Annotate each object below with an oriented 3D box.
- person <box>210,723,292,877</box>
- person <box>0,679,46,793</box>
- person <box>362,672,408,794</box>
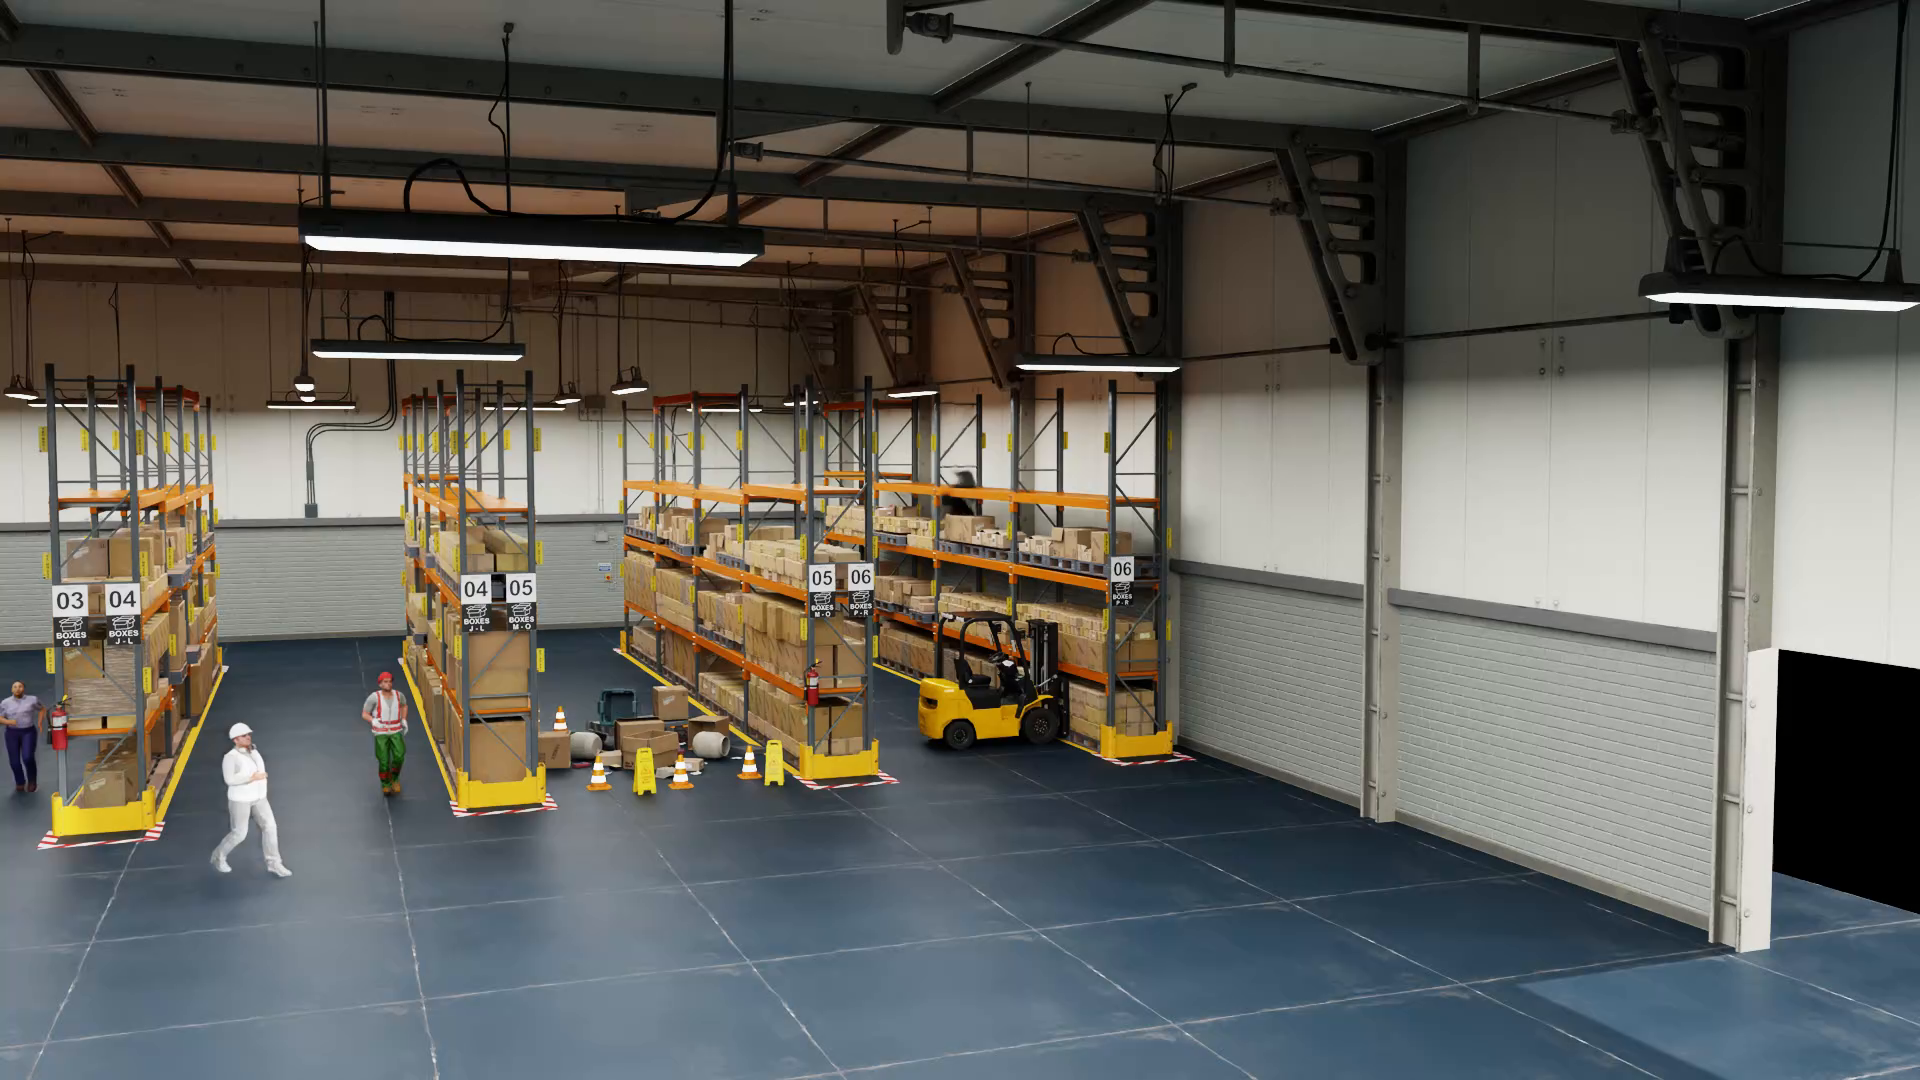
[{"bbox_3d":[-8.189,2.989,19.170,0.963,1.770,0.664,1,4,21],"label":"person"},{"bbox_3d":[-13.360,2.800,23.666,0.579,1.629,0.643,-1,4,-23],"label":"person"},{"bbox_3d":[-8.091,2.740,23.508,0.657,1.751,0.624,-2,4,-30],"label":"person"}]
